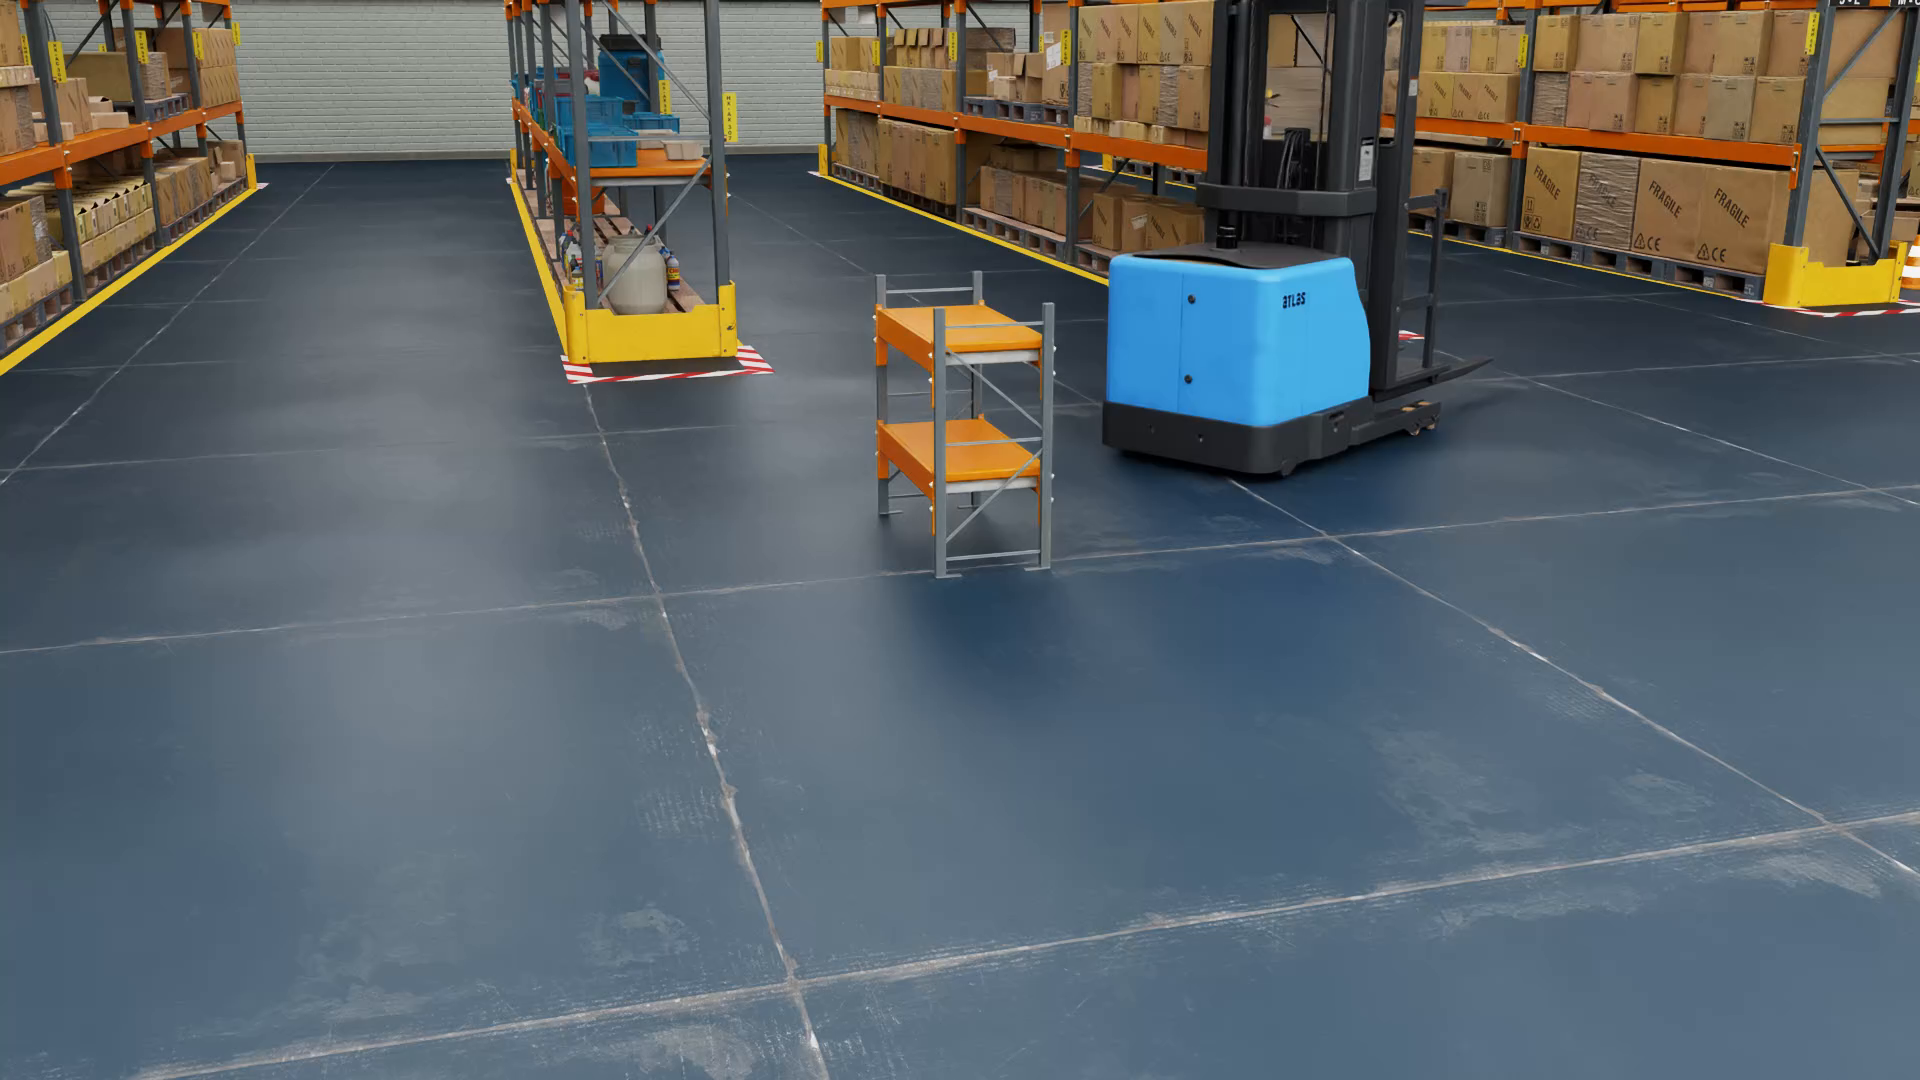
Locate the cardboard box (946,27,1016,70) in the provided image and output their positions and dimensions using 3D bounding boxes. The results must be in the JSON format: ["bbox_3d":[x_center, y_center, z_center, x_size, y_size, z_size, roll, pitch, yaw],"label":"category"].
[{"bbox_3d":[0.266,-6.063,20.505,0.797,0.503,0.637,-4,17,-13],"label":"cardboard box"}]

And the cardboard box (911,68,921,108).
[{"bbox_3d":[-0.339,-5.919,21.768,0.500,0.500,0.500,-4,17,-14],"label":"cardboard box"}]

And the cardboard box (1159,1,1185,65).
[{"bbox_3d":[1.983,-4.197,13.780,0.500,0.500,0.500,-5,17,-15],"label":"cardboard box"}]

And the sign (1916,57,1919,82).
[{"bbox_3d":[7.982,-3.977,13.837,0.100,0.325,0.005,-5,17,-15],"label":"sign"}]

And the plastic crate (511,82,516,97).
[{"bbox_3d":[-6.397,-6.643,24.539,0.416,0.233,0.300,-5,17,-15],"label":"plastic crate"}]

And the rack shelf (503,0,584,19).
[{"bbox_3d":[-5.960,-7.691,23.880,1.077,0.370,4.000,-5,17,-15],"label":"rack shelf"}]

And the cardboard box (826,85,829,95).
[{"bbox_3d":[-1.967,-7.300,26.976,0.380,0.149,0.250,-4,17,-15],"label":"cardboard box"}]

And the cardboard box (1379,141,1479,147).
[{"bbox_3d":[5.572,-4.402,20.073,1.050,0.750,0.750,-4,17,-14],"label":"cardboard box"}]

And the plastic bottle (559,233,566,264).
[{"bbox_3d":[-3.546,-2.615,14.920,0.097,0.271,0.097,0,17,0],"label":"plastic bottle"}]

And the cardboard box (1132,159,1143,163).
[{"bbox_3d":[3.076,-6.360,27.638,0.380,0.149,0.250,-4,17,-15],"label":"cardboard box"}]

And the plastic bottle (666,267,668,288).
[{"bbox_3d":[-2.340,-2.152,13.502,0.097,0.201,0.097,0,17,0],"label":"plastic bottle"}]

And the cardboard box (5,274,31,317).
[{"bbox_3d":[-7.221,-1.801,12.285,0.500,0.250,0.500,-5,17,-15],"label":"cardboard box"}]

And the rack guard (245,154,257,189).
[{"bbox_3d":[-11.253,-5.544,25.039,1.175,0.500,0.348,-5,17,-15],"label":"rack guard"}]

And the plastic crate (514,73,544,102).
[{"bbox_3d":[-5.867,-6.169,22.700,0.392,0.384,0.575,-5,17,-15],"label":"plastic crate"}]

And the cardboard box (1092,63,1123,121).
[{"bbox_3d":[1.718,-4.145,15.345,0.875,0.500,0.500,-5,17,-15],"label":"cardboard box"}]

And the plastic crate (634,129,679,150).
[{"bbox_3d":[-2.522,-3.278,13.609,0.530,0.136,0.437,-5,17,-15],"label":"plastic crate"}]

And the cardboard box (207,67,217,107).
[{"bbox_3d":[-10.196,-6.007,22.063,0.500,0.500,0.500,-4,17,-14],"label":"cardboard box"}]

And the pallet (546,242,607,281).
[{"bbox_3d":[-3.465,-2.712,16.113,1.003,0.211,1.213,-5,17,-15],"label":"pallet"}]

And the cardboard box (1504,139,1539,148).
[{"bbox_3d":[9.127,-6.240,25.973,0.875,0.875,0.875,-4,17,-14],"label":"cardboard box"}]

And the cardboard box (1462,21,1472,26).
[{"bbox_3d":[8.375,-8.339,26.958,0.380,0.149,0.250,-5,17,-16],"label":"cardboard box"}]

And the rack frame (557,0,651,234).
[{"bbox_3d":[-3.209,-3.834,15.000,0.949,2.616,0.053,-5,17,-15],"label":"rack frame"}]

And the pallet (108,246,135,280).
[{"bbox_3d":[-8.555,-2.646,15.894,1.003,0.211,1.213,-5,17,-15],"label":"pallet"}]

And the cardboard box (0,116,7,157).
[{"bbox_3d":[-7.562,-3.084,12.331,0.700,0.500,0.500,-4,17,-14],"label":"cardboard box"}]

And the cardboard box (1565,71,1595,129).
[{"bbox_3d":[6.633,-4.409,16.657,0.875,0.550,0.550,-5,17,-15],"label":"cardboard box"}]

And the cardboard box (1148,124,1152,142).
[{"bbox_3d":[1.857,-3.542,14.466,0.380,0.149,0.250,-5,17,-15],"label":"cardboard box"}]

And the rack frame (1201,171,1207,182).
[{"bbox_3d":[4.148,-6.802,24.882,1.000,3.000,0.127,-5,17,-15],"label":"rack frame"}]

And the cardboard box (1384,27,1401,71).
[{"bbox_3d":[5.502,-5.957,20.159,0.700,0.500,0.500,-5,17,-16],"label":"cardboard box"}]

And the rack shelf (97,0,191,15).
[{"bbox_3d":[-9.625,-6.194,18.896,1.077,0.370,4.000,-5,17,-15],"label":"rack shelf"}]

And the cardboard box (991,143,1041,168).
[{"bbox_3d":[0.664,-4.521,19.566,0.500,0.250,0.500,-4,17,-13],"label":"cardboard box"}]

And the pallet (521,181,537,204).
[{"bbox_3d":[-5.650,-4.911,23.434,1.003,0.211,1.213,-5,17,-15],"label":"pallet"}]

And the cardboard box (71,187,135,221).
[{"bbox_3d":[-8.409,-3.293,16.277,0.500,0.311,0.500,-5,17,-16],"label":"cardboard box"}]

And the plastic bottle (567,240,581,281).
[{"bbox_3d":[-3.169,-2.298,13.728,0.144,0.351,0.185,-4,17,-13],"label":"plastic bottle"}]

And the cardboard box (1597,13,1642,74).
[{"bbox_3d":[6.694,-4.770,15.980,0.875,0.550,0.550,-5,17,-15],"label":"cardboard box"}]

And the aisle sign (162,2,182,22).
[{"bbox_3d":[-11.575,-8.003,24.361,0.394,0.787,0.004,-5,17,-15],"label":"aisle sign"}]

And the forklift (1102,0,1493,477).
[{"bbox_3d":[2.115,-2.077,9.273,1.130,2.935,3.031,14,22,39],"label":"forklift"}]

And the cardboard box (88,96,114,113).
[{"bbox_3d":[-9.017,-4.402,17.049,0.500,0.311,0.500,-4,17,-12],"label":"cardboard box"}]

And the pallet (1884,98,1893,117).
[{"bbox_3d":[11.008,-5.139,19.681,1.003,0.211,1.213,-5,17,-15],"label":"pallet"}]

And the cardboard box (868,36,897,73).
[{"bbox_3d":[-1.032,-6.974,23.894,0.500,0.500,0.500,-4,17,-14],"label":"cardboard box"}]

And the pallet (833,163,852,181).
[{"bbox_3d":[-1.453,-5.994,27.039,1.003,0.211,1.213,-5,17,-15],"label":"pallet"}]

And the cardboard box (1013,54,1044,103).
[{"bbox_3d":[0.985,-4.948,17.800,0.797,0.503,0.637,-3,17,-10],"label":"cardboard box"}]

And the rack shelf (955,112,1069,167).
[{"bbox_3d":[1.001,-4.434,18.248,1.077,0.370,4.000,-5,17,-15],"label":"rack shelf"}]

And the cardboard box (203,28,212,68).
[{"bbox_3d":[-10.175,-6.478,21.891,0.500,0.500,0.500,-5,18,-17],"label":"cardboard box"}]

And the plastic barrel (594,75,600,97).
[{"bbox_3d":[-3.264,-4.180,15.919,0.433,0.535,0.433,0,17,0],"label":"plastic barrel"}]

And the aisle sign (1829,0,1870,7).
[{"bbox_3d":[7.177,-4.684,13.314,0.394,0.787,0.004,-5,17,-15],"label":"aisle sign"}]

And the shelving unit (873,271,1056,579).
[{"bbox_3d":[-0.002,-0.541,7.296,0.538,1.125,1.048,-5,17,-15],"label":"shelving unit"}]

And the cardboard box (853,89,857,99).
[{"bbox_3d":[-1.401,-6.731,25.084,0.380,0.149,0.250,-5,17,-16],"label":"cardboard box"}]

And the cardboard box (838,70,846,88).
[{"bbox_3d":[-1.591,-7.178,25.878,0.500,0.250,0.500,-5,18,-17],"label":"cardboard box"}]

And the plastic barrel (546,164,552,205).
[{"bbox_3d":[-4.773,-4.432,20.455,0.600,0.588,0.708,-5,17,-15],"label":"plastic barrel"}]

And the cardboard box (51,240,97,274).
[{"bbox_3d":[-7.848,-2.458,14.471,0.500,0.250,0.500,-5,17,-17],"label":"cardboard box"}]

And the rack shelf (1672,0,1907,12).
[{"bbox_3d":[10.529,-6.654,20.425,1.077,0.370,4.000,-5,17,-15],"label":"rack shelf"}]

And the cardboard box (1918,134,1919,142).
[{"bbox_3d":[14.372,-5.939,24.499,0.380,0.149,0.250,-6,18,-18],"label":"cardboard box"}]

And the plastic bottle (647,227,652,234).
[{"bbox_3d":[-2.705,-2.567,14.623,0.144,0.351,0.185,-6,18,-18],"label":"plastic bottle"}]

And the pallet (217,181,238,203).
[{"bbox_3d":[-10.701,-4.848,23.225,1.003,0.211,1.213,-5,17,-15],"label":"pallet"}]

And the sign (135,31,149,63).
[{"bbox_3d":[-8.542,-5.148,17.365,0.100,0.325,0.005,-5,17,-15],"label":"sign"}]

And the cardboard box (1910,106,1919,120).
[{"bbox_3d":[10.857,-4.776,18.573,0.380,0.149,0.250,-5,17,-16],"label":"cardboard box"}]

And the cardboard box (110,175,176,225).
[{"bbox_3d":[-8.925,-3.711,18.173,0.500,0.500,0.500,-4,17,-13],"label":"cardboard box"}]
